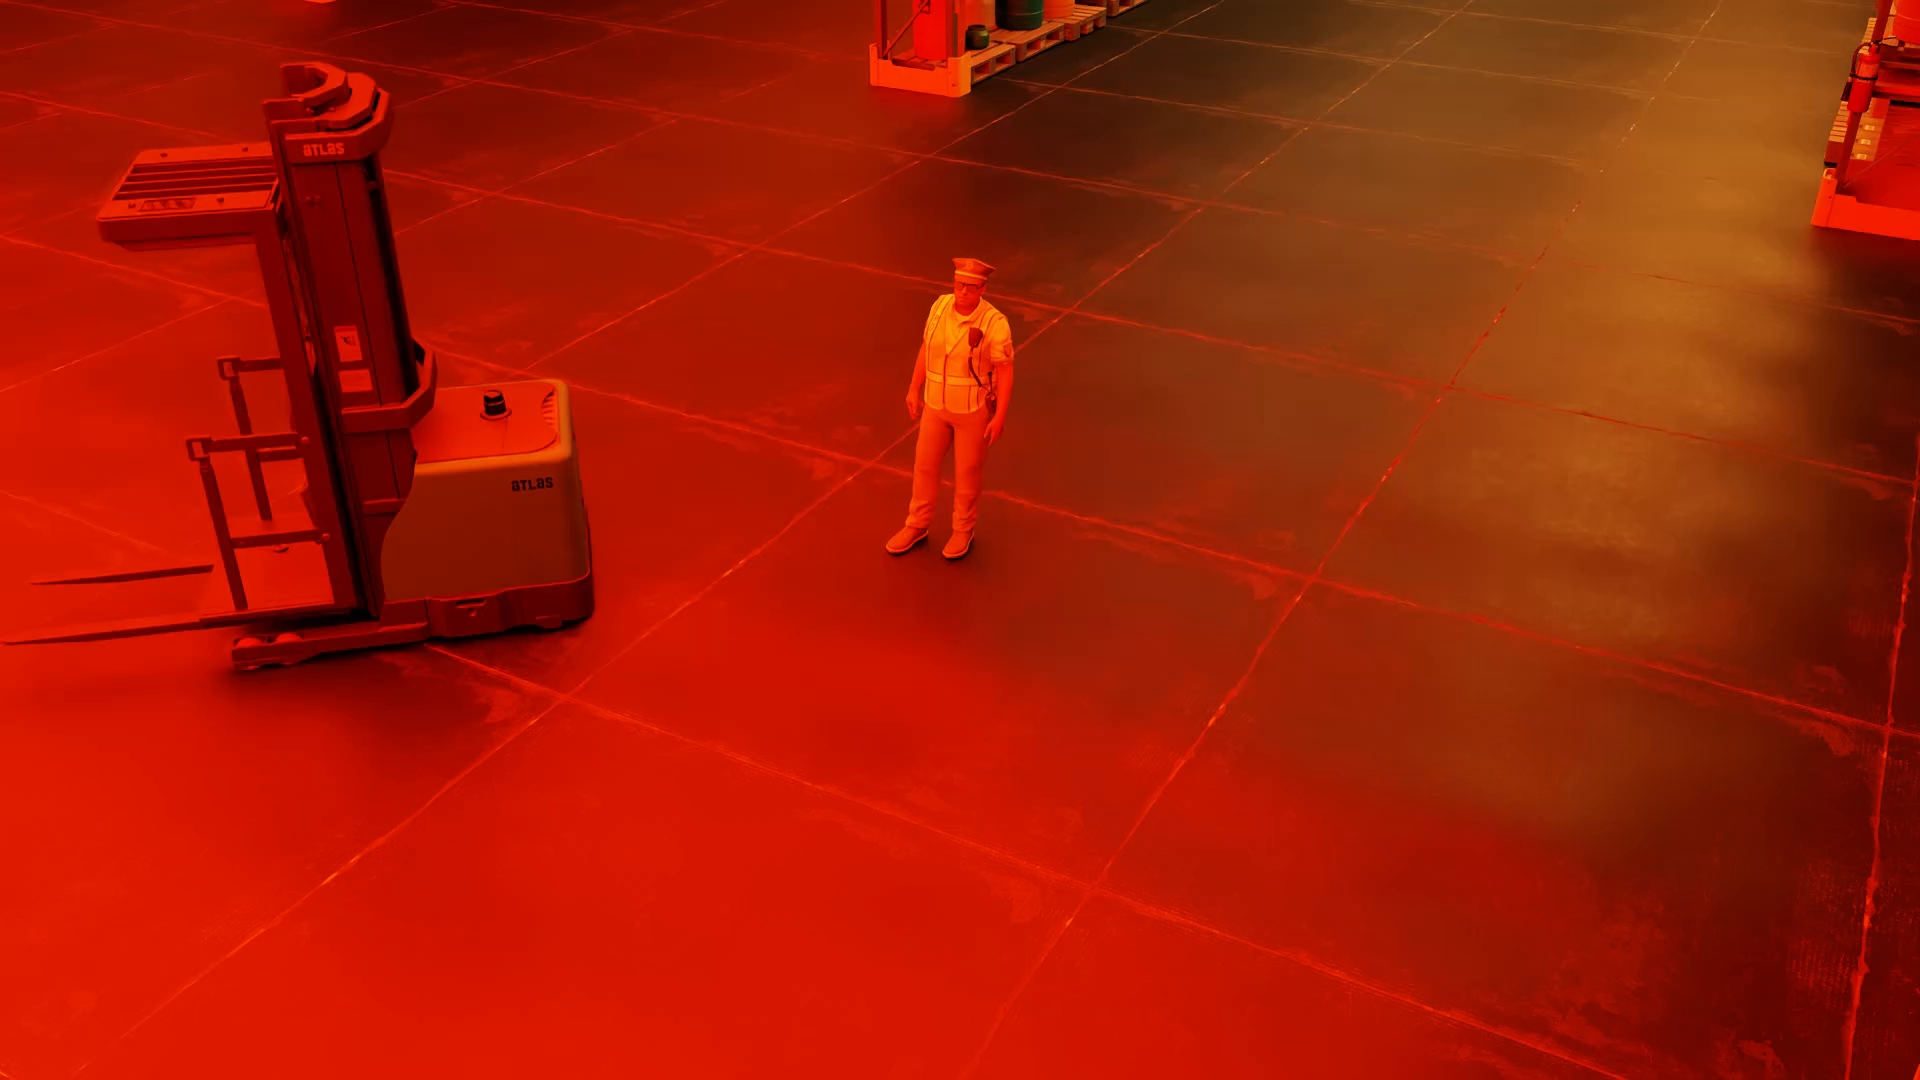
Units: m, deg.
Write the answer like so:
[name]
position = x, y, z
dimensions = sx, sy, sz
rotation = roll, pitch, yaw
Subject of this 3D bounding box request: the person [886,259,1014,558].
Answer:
[person]
position = -0.048, -0.747, 9.499
dimensions = 0.641, 1.781, 0.574
rotation = 15, 33, 25

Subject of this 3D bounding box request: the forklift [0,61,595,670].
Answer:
[forklift]
position = -3.593, -0.872, 8.581
dimensions = 3.031, 2.935, 1.130
rotation = -6, 31, -11
